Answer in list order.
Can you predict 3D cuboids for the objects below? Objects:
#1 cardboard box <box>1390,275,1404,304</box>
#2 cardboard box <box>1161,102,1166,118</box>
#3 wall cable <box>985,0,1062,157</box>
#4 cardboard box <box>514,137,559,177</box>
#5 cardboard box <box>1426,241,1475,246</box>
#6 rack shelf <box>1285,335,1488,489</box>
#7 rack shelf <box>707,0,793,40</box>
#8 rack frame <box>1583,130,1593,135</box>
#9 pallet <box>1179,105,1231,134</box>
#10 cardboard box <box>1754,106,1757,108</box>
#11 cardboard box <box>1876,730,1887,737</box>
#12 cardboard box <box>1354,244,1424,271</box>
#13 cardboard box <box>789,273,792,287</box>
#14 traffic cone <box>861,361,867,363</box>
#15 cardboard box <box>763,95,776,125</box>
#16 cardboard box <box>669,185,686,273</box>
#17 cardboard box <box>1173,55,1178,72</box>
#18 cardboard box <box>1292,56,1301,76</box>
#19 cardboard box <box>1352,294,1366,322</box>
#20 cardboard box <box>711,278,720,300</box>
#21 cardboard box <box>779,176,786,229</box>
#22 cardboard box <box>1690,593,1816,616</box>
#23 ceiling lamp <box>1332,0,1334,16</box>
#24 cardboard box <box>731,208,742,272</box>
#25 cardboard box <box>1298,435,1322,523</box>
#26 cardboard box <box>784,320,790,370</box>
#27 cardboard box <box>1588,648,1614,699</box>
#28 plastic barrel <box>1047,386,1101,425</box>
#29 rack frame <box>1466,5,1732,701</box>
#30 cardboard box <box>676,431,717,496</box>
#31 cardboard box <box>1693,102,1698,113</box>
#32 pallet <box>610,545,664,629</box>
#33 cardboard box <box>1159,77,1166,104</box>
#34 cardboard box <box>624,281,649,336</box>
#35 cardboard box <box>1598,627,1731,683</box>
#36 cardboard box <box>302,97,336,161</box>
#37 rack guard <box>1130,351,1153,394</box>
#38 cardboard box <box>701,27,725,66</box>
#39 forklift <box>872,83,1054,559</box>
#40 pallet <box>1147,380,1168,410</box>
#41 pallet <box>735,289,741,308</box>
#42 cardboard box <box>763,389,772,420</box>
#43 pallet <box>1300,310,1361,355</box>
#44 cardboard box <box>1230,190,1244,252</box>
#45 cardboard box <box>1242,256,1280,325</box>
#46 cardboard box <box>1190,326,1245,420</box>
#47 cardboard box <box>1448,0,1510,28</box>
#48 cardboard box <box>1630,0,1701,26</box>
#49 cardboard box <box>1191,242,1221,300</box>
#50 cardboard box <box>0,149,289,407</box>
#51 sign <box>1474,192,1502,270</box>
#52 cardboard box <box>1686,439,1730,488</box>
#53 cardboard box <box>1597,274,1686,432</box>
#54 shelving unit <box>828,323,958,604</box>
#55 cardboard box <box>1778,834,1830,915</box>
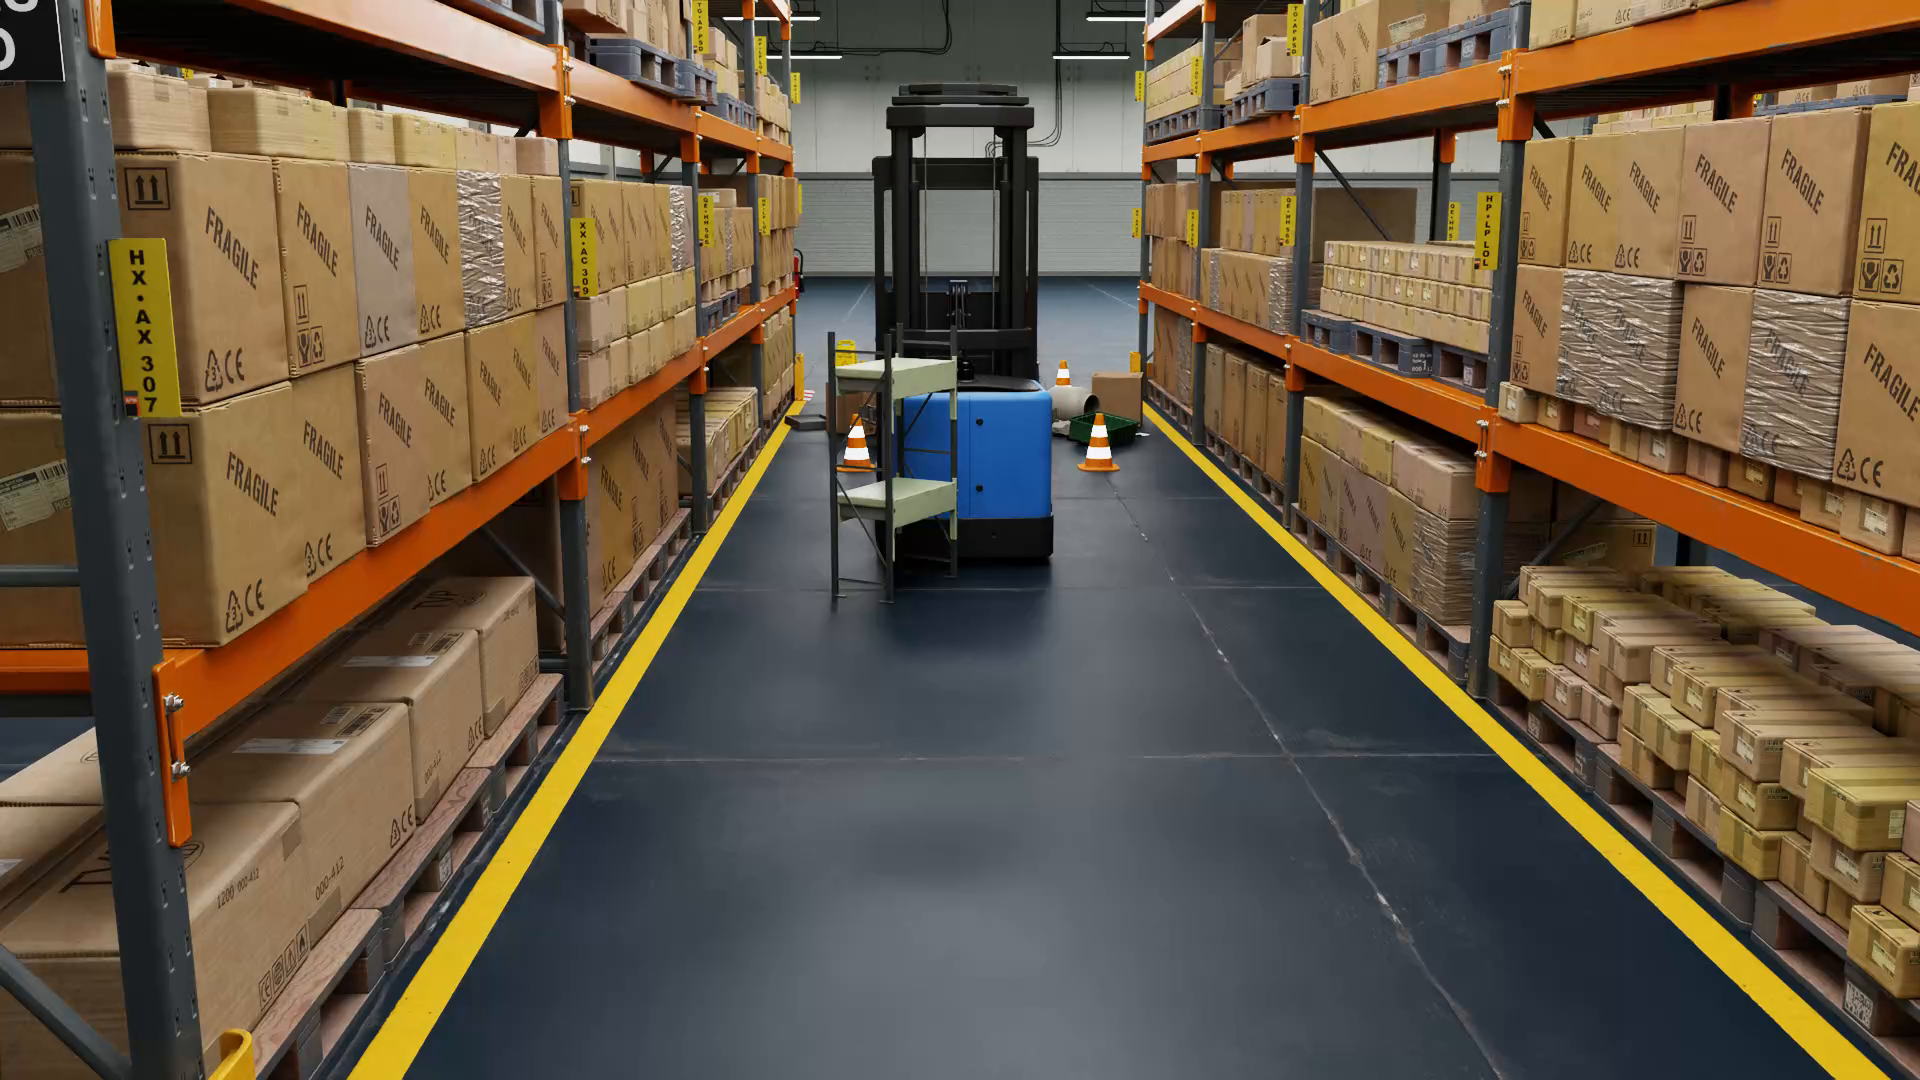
[{"bbox_3d":[2.580,-1.376,9.125,0.380,0.149,0.250,0,11,1],"label":"cardboard box"},{"bbox_3d":[2.281,-4.426,17.110,0.380,0.149,0.250,0,11,-2],"label":"cardboard box"},{"bbox_3d":[1.905,-14.138,49.560,2.305,6.003,0.169,0,11,-1],"label":"wall cable"},{"bbox_3d":[-1.806,-1.516,6.588,0.380,0.149,0.250,0,11,-2],"label":"cardboard box"},{"bbox_3d":[3.202,-1.833,10.628,0.380,0.149,0.250,-1,11,-3],"label":"cardboard box"},{"bbox_3d":[2.775,-0.804,9.287,1.077,0.370,4.000,0,11,-1],"label":"rack shelf"},{"bbox_3d":[-2.338,-5.292,16.330,1.077,0.370,4.000,0,11,-1],"label":"rack shelf"},{"bbox_3d":[7.529,-3.145,19.015,1.000,3.000,0.127,0,11,-1],"label":"rack frame"},{"bbox_3d":[2.644,-3.938,15.607,1.003,0.211,1.213,0,11,-1],"label":"pallet"},{"bbox_3d":[7.341,-3.836,15.254,0.500,0.250,0.500,0,11,1],"label":"cardboard box"},{"bbox_3d":[3.057,0.716,5.351,0.380,0.149,0.250,0,11,2],"label":"cardboard box"},{"bbox_3d":[2.563,-1.681,9.879,0.380,0.149,0.250,-1,11,-4],"label":"cardboard box"},{"bbox_3d":[-2.041,-2.857,18.231,0.380,0.149,0.250,0,11,-2],"label":"cardboard box"},{"bbox_3d":[-1.080,-1.781,18.672,0.336,0.463,0.334,0,11,-1],"label":"traffic cone"},{"bbox_3d":[-2.049,-4.142,16.015,0.500,0.250,0.500,0,11,-1],"label":"cardboard box"},{"bbox_3d":[-1.923,-1.849,9.863,0.500,0.500,0.500,0,11,0],"label":"cardboard box"},{"bbox_3d":[2.299,-4.664,16.279,0.380,0.149,0.250,0,11,-2],"label":"cardboard box"},{"bbox_3d":[2.501,-3.283,11.431,0.380,0.166,0.250,0,11,-1],"label":"cardboard box"},{"bbox_3d":[2.559,-1.386,9.924,0.380,0.149,0.250,0,11,1],"label":"cardboard box"},{"bbox_3d":[-1.951,-1.827,12.098,0.380,0.149,0.250,0,11,-1],"label":"cardboard box"},{"bbox_3d":[-2.061,-3.284,16.185,0.700,0.500,0.500,0,11,-2],"label":"cardboard box"},{"bbox_3d":[3.141,0.311,6.602,0.380,0.149,0.250,0,11,-2],"label":"cardboard box"},{"bbox_3d":[10.427,-14.016,42.831,2.000,3.185,0.800,0,11,-1],"label":"ceiling lamp"},{"bbox_3d":[-2.041,-2.417,13.374,0.500,0.500,0.500,0,11,1],"label":"cardboard box"},{"bbox_3d":[2.493,-0.393,10.684,0.500,0.500,0.500,-1,11,-4],"label":"cardboard box"},{"bbox_3d":[-2.087,-2.068,17.681,0.500,0.500,0.500,0,11,1],"label":"cardboard box"},{"bbox_3d":[2.642,0.512,6.358,0.380,0.149,0.250,-1,11,-4],"label":"cardboard box"},{"bbox_3d":[1.094,-1.306,16.431,0.512,0.421,0.421,9,15,38],"label":"plastic barrel"},{"bbox_3d":[2.816,-0.759,7.256,1.000,3.000,0.127,0,11,-1],"label":"rack frame"},{"bbox_3d":[-2.215,-0.544,11.749,0.950,0.372,0.625,-1,12,-5],"label":"cardboard box"},{"bbox_3d":[7.347,-4.214,16.118,0.380,0.149,0.250,0,11,1],"label":"cardboard box"},{"bbox_3d":[-2.250,0.252,9.287,1.003,0.211,1.213,0,11,-1],"label":"pallet"},{"bbox_3d":[2.344,-4.643,17.179,0.500,0.250,0.500,0,11,-2],"label":"cardboard box"},{"bbox_3d":[-1.881,-1.183,8.464,0.500,0.250,0.500,0,11,0],"label":"cardboard box"},{"bbox_3d":[2.569,0.418,6.073,0.380,0.149,0.250,0,11,0],"label":"cardboard box"},{"bbox_3d":[-1.770,-1.008,4.087,0.380,0.149,0.250,-1,11,-3],"label":"cardboard box"},{"bbox_3d":[2.567,-1.924,19.286,1.175,0.500,0.348,0,11,-1],"label":"rack guard"},{"bbox_3d":[-2.114,-3.839,12.956,0.500,0.250,0.500,0,11,0],"label":"cardboard box"},{"bbox_3d":[-0.043,-1.561,11.384,1.130,2.935,3.031,-1,11,-4],"label":"forklift"},{"bbox_3d":[2.663,-1.619,18.509,1.003,0.211,1.213,0,11,-1],"label":"pallet"},{"bbox_3d":[-2.426,-2.062,14.163,1.003,0.211,1.213,0,11,-1],"label":"pallet"},{"bbox_3d":[-2.038,-1.285,15.710,0.500,0.250,0.500,-1,11,-4],"label":"cardboard box"},{"bbox_3d":[2.855,-1.319,10.498,1.213,0.211,1.003,0,11,-1],"label":"pallet"},{"bbox_3d":[2.679,-2.687,13.995,0.700,0.500,0.500,0,11,-2],"label":"cardboard box"},{"bbox_3d":[2.436,-1.890,12.580,0.500,0.500,0.500,0,11,-2],"label":"cardboard box"},{"bbox_3d":[2.708,-1.639,15.882,0.875,0.875,0.875,0,11,0],"label":"cardboard box"},{"bbox_3d":[2.915,-2.793,8.422,0.797,0.503,0.637,0,11,-2],"label":"cardboard box"},{"bbox_3d":[2.572,-1.859,5.512,0.500,0.250,0.500,0,11,1],"label":"cardboard box"},{"bbox_3d":[2.631,-2.496,15.441,0.875,0.550,0.550,0,11,-1],"label":"cardboard box"},{"bbox_3d":[-1.773,-0.559,3.504,0.500,0.500,0.500,0,11,-2],"label":"cardboard box"},{"bbox_3d":[2.261,-1.323,7.126,0.100,0.325,0.005,0,11,-1],"label":"sign"},{"bbox_3d":[2.622,-0.264,5.446,0.380,0.149,0.250,0,11,1],"label":"cardboard box"},{"bbox_3d":[2.566,-0.656,5.747,0.500,0.500,0.500,0,11,-2],"label":"cardboard box"},{"bbox_3d":[-0.373,-0.461,9.559,0.431,1.500,0.755,6,13,28],"label":"shelving unit"},{"bbox_3d":[2.635,0.971,4.842,0.380,0.149,0.250,0,11,-1],"label":"cardboard box"}]
